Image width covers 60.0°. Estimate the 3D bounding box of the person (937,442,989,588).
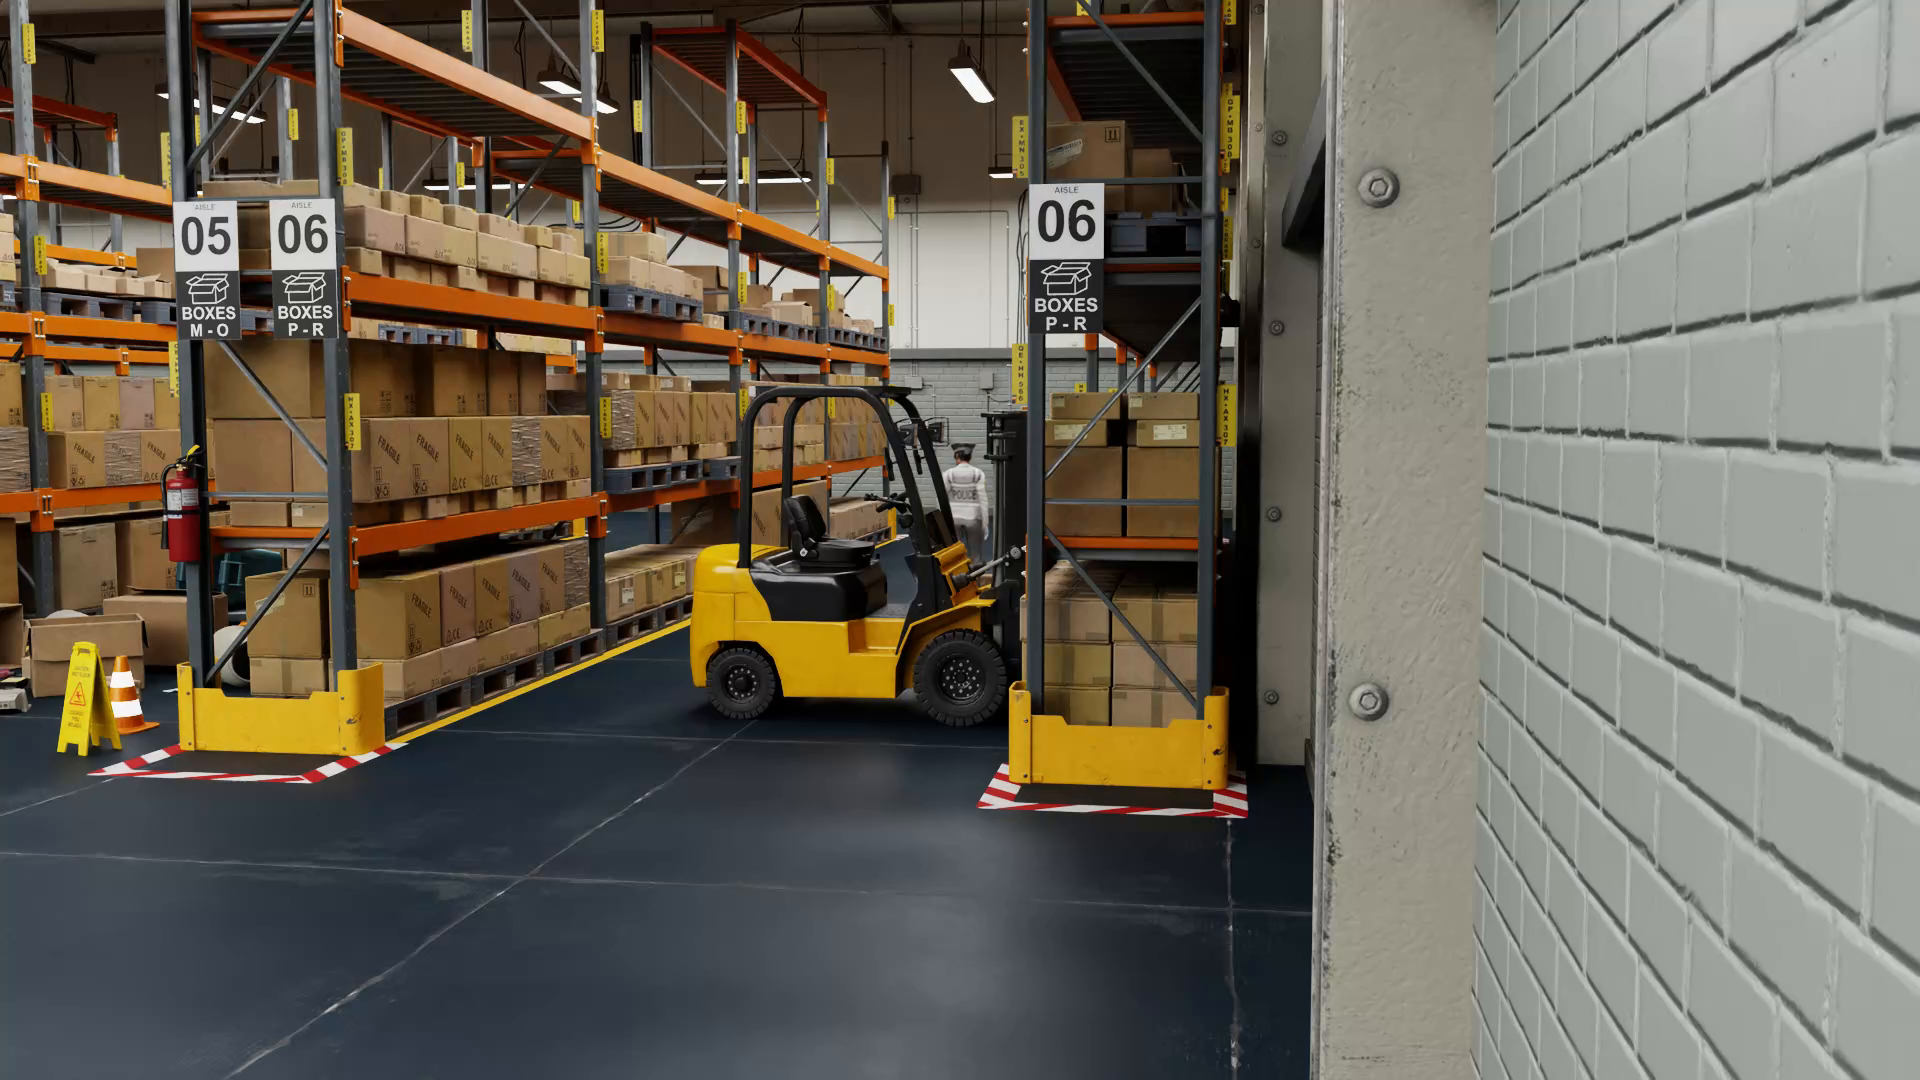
[{"bbox_3d":[0.035,-0.169,16.835,0.524,1.645,0.711,0,5,2],"label":"person"}]
